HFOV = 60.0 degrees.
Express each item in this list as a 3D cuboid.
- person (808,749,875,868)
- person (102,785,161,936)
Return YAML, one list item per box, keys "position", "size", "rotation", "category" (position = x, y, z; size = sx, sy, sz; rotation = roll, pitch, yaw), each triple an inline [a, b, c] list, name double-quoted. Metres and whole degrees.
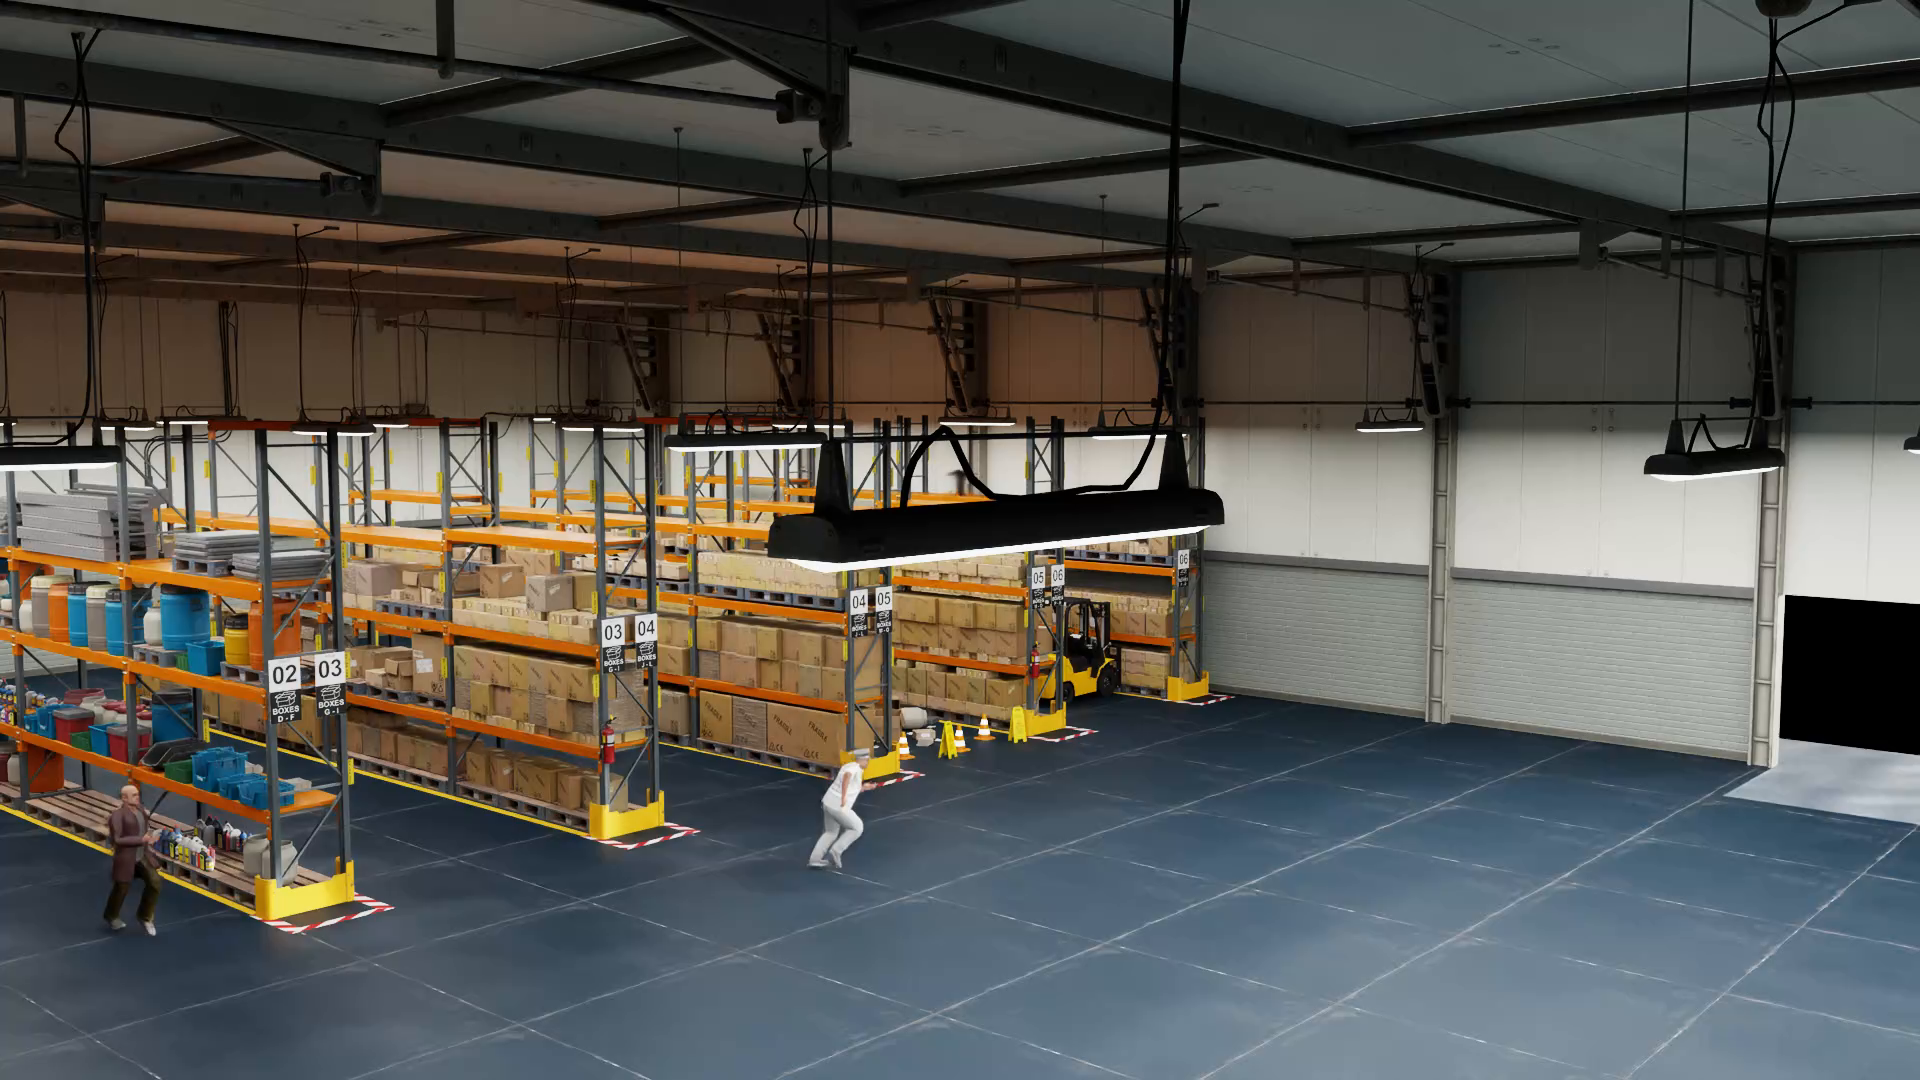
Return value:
- position: [-1.580, 3.665, 22.566]
  size: [0.968, 1.611, 0.706]
  rotation: [-2, 5, -21]
  category: "person"
- position: [-9.833, 3.811, 19.723]
  size: [0.910, 1.835, 0.643]
  rotation: [2, 5, 23]
  category: "person"
